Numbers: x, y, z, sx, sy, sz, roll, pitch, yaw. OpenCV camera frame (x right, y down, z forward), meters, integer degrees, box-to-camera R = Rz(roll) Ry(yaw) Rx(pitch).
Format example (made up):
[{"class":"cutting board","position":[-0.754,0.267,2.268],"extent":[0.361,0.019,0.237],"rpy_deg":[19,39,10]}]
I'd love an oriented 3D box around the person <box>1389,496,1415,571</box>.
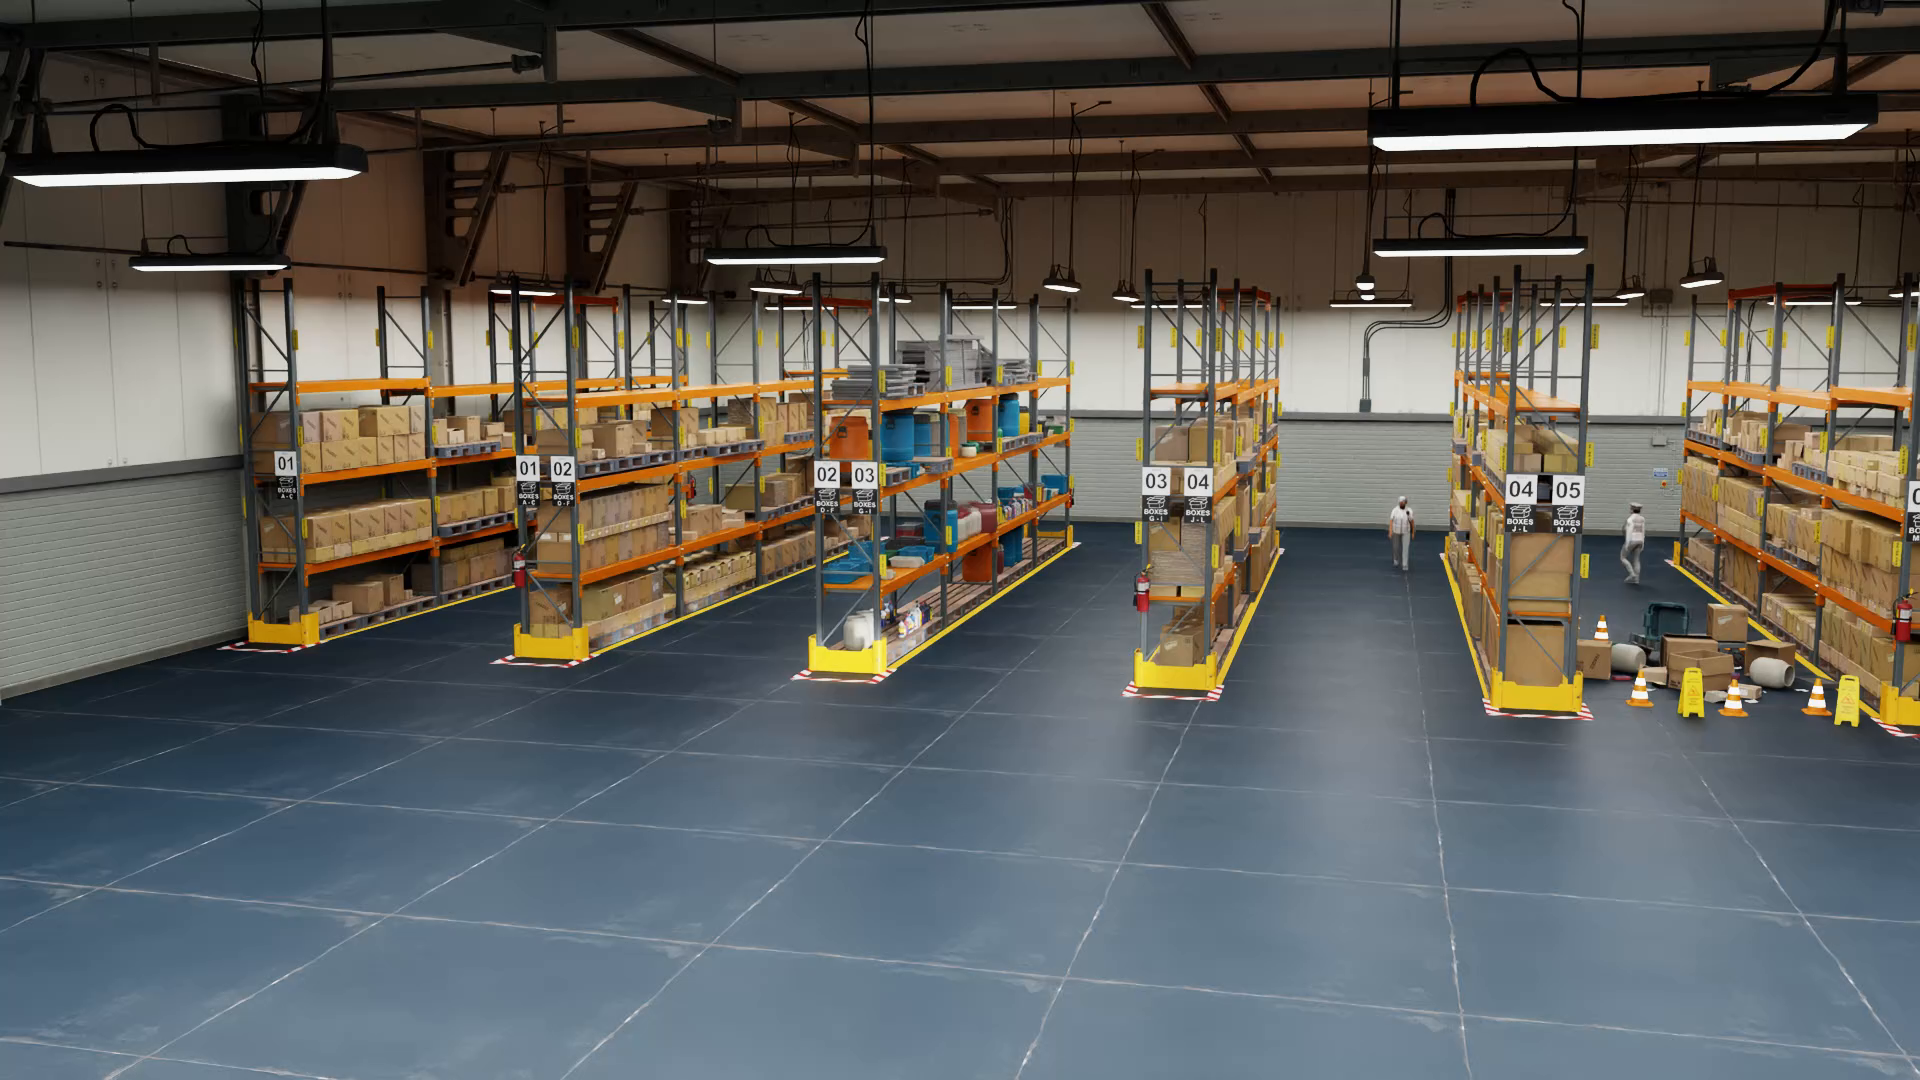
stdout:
[{"class":"person","position":[9.678,-0.171,36.412],"extent":[0.564,1.595,1.053],"rpy_deg":[2,7,13]}]

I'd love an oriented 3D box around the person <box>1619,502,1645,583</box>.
[{"class":"person","position":[13.908,0.063,34.271],"extent":[0.523,1.682,0.429],"rpy_deg":[-3,8,-25]}]

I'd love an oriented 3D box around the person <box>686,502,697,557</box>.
[{"class":"person","position":[-5.869,-0.109,36.252],"extent":[0.487,1.507,0.779],"rpy_deg":[3,7,23]}]
